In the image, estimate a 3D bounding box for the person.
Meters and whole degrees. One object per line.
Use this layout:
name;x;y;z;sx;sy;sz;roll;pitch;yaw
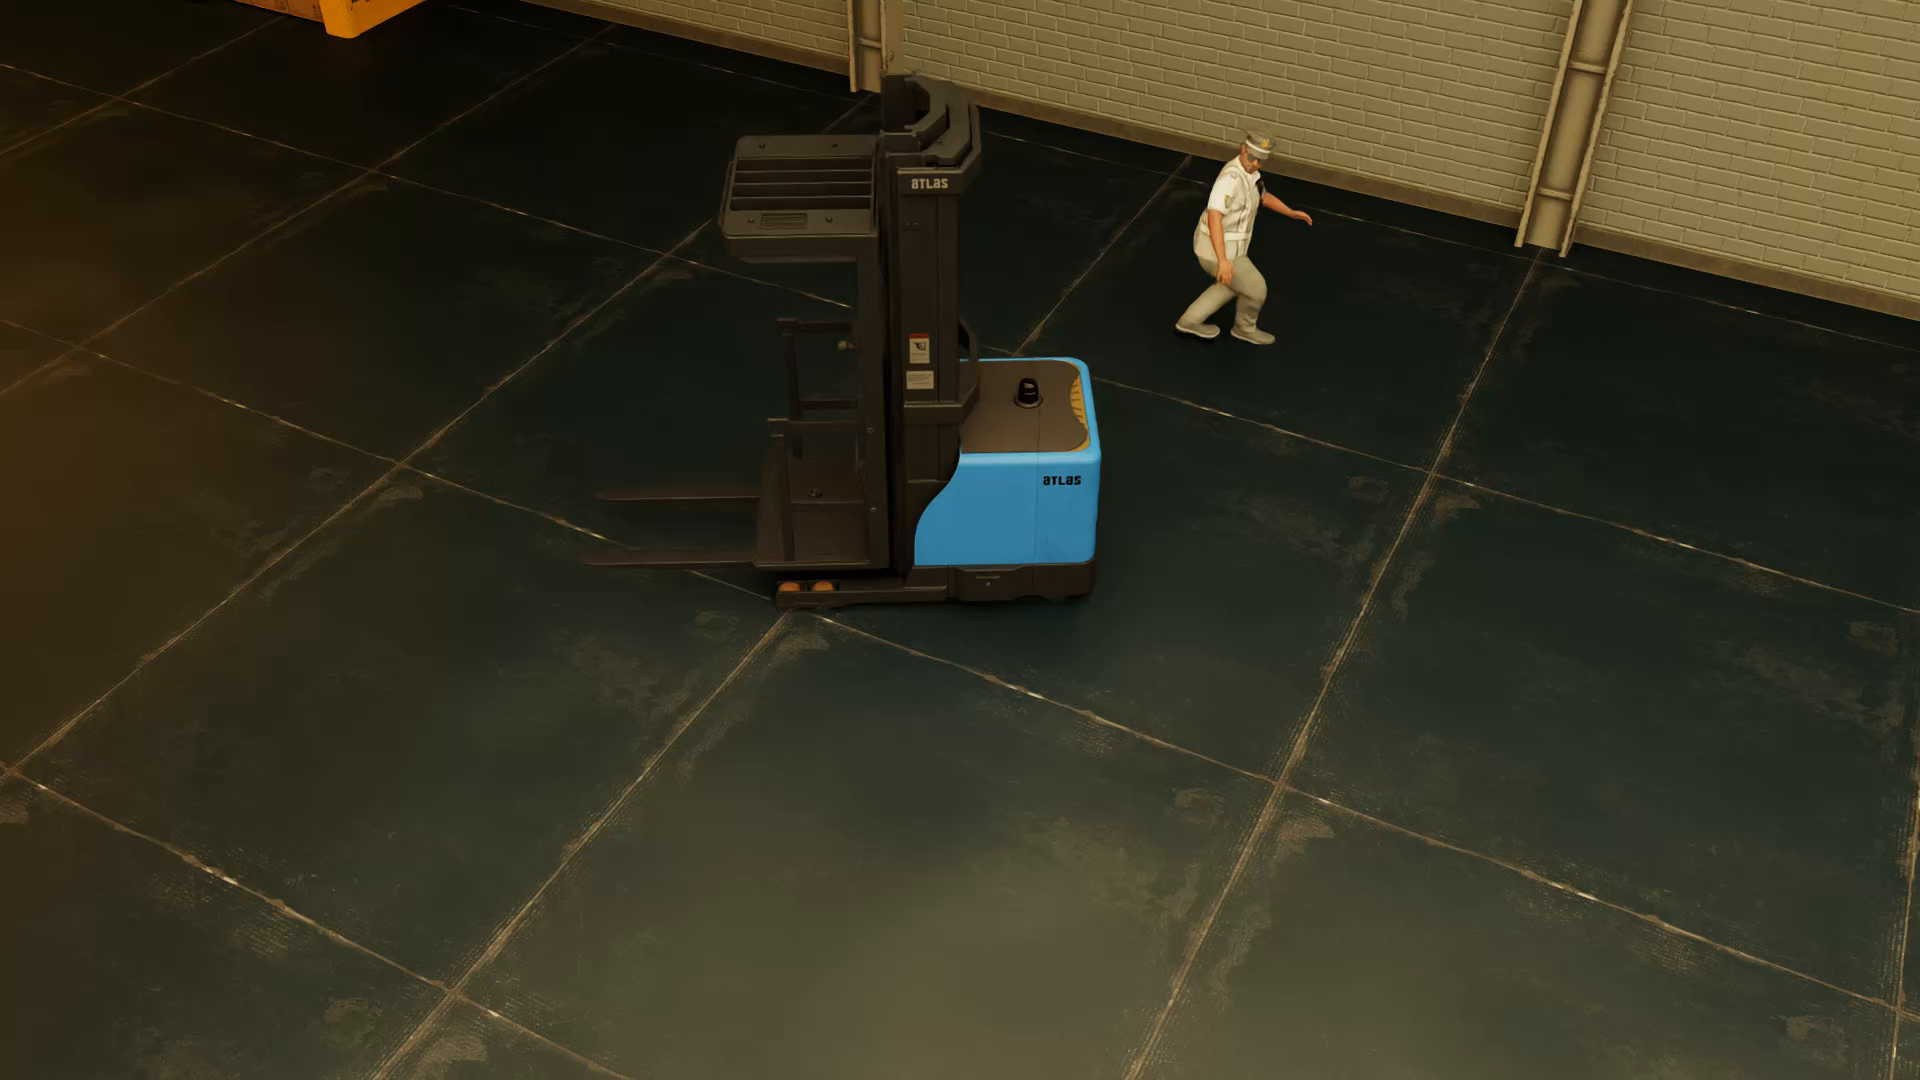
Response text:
person;1.961;-1.989;11.375;0.863;1.642;0.873;4;40;5

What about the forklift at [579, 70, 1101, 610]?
forklift;-0.729;-1.056;9.241;3.031;2.935;1.130;-1;40;-1
